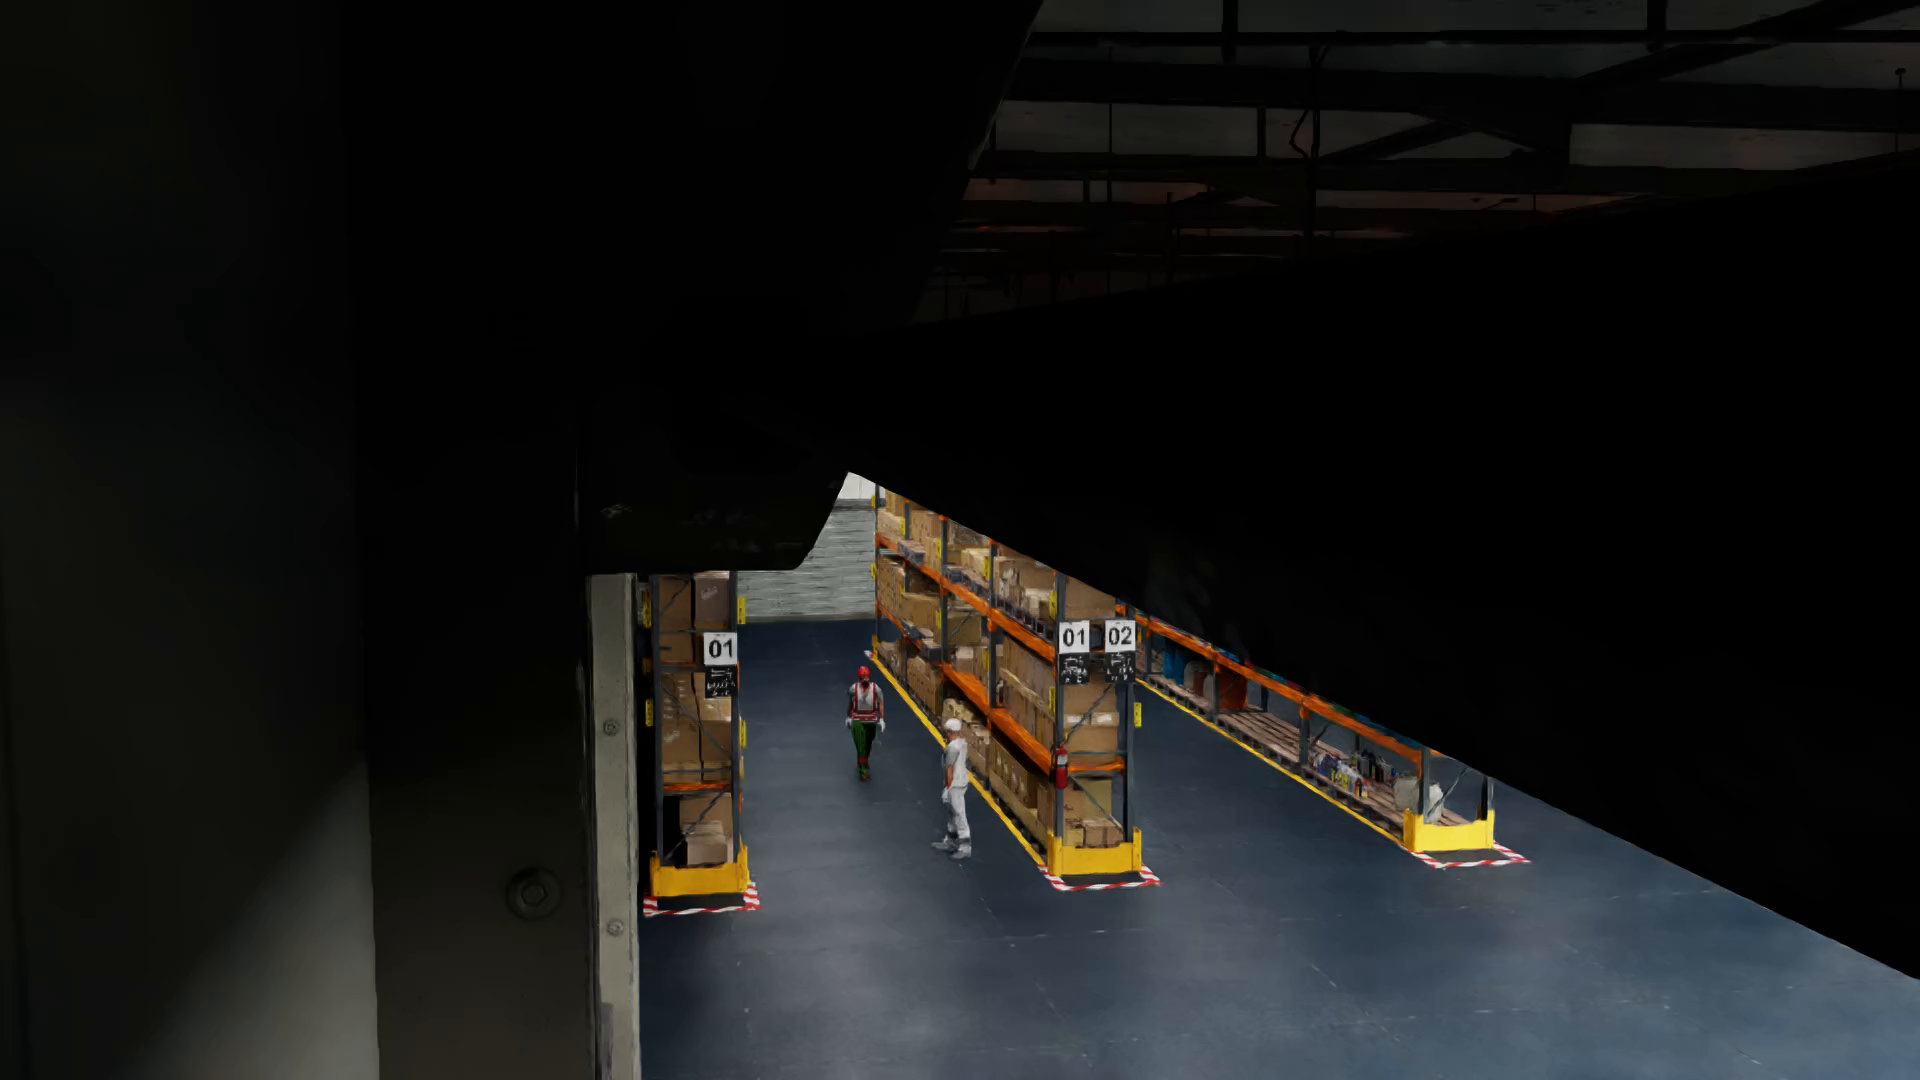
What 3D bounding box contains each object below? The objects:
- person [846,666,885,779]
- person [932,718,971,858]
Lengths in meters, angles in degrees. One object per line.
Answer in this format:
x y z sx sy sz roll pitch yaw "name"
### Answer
-1.466 2.810 25.907 0.567 1.736 1.044 -1 6 -12 "person"
-0.110 3.201 21.694 0.577 1.785 0.655 1 6 12 "person"
